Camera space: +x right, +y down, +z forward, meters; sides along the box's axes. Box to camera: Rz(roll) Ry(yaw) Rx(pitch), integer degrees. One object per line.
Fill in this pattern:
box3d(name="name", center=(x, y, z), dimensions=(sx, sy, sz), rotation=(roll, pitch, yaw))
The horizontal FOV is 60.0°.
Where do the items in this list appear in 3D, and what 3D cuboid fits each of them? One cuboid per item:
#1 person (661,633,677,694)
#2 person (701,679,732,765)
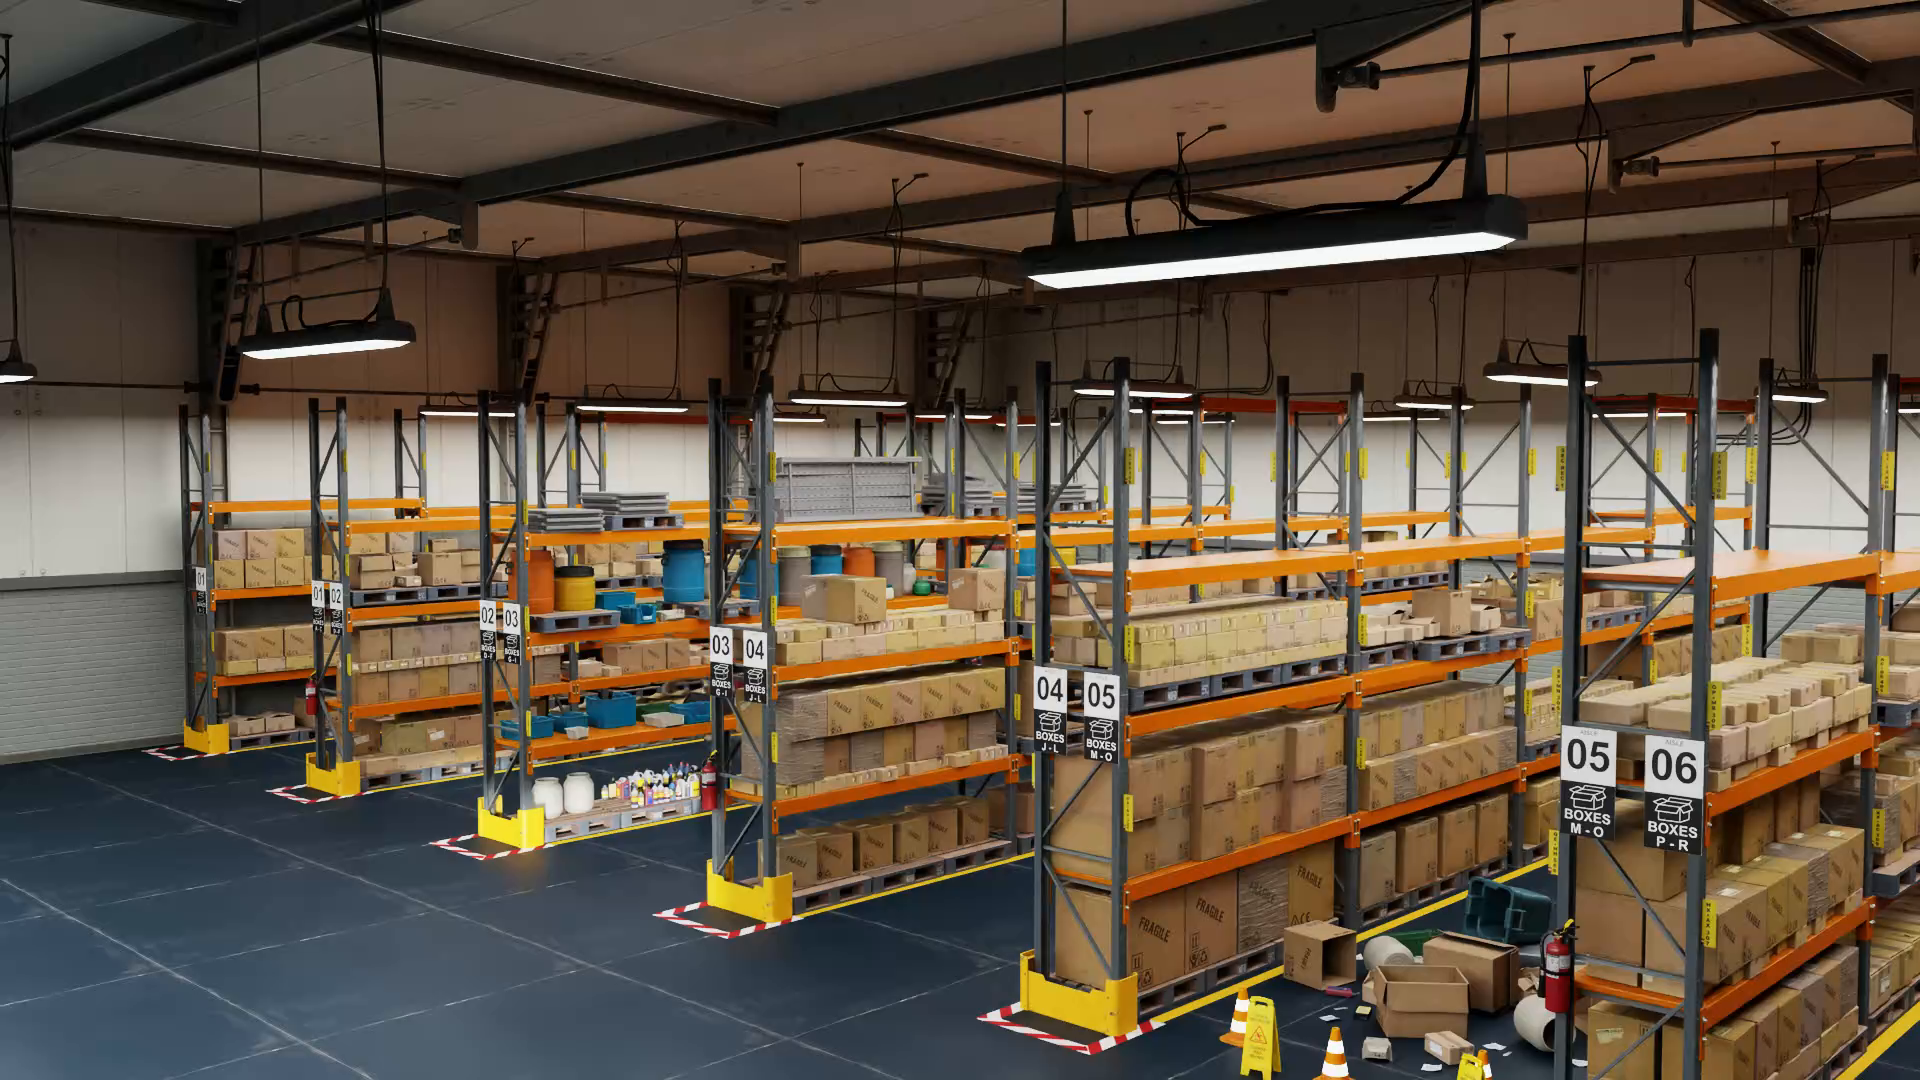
box3d(name="person", center=(-5.655, 2.615, 32.301), dimensions=(0.631, 1.794, 0.830), rotation=(2, 4, 34))
box3d(name="person", center=(-4.031, 2.983, 27.293), dimensions=(0.602, 1.492, 0.842), rotation=(1, 3, 23))
